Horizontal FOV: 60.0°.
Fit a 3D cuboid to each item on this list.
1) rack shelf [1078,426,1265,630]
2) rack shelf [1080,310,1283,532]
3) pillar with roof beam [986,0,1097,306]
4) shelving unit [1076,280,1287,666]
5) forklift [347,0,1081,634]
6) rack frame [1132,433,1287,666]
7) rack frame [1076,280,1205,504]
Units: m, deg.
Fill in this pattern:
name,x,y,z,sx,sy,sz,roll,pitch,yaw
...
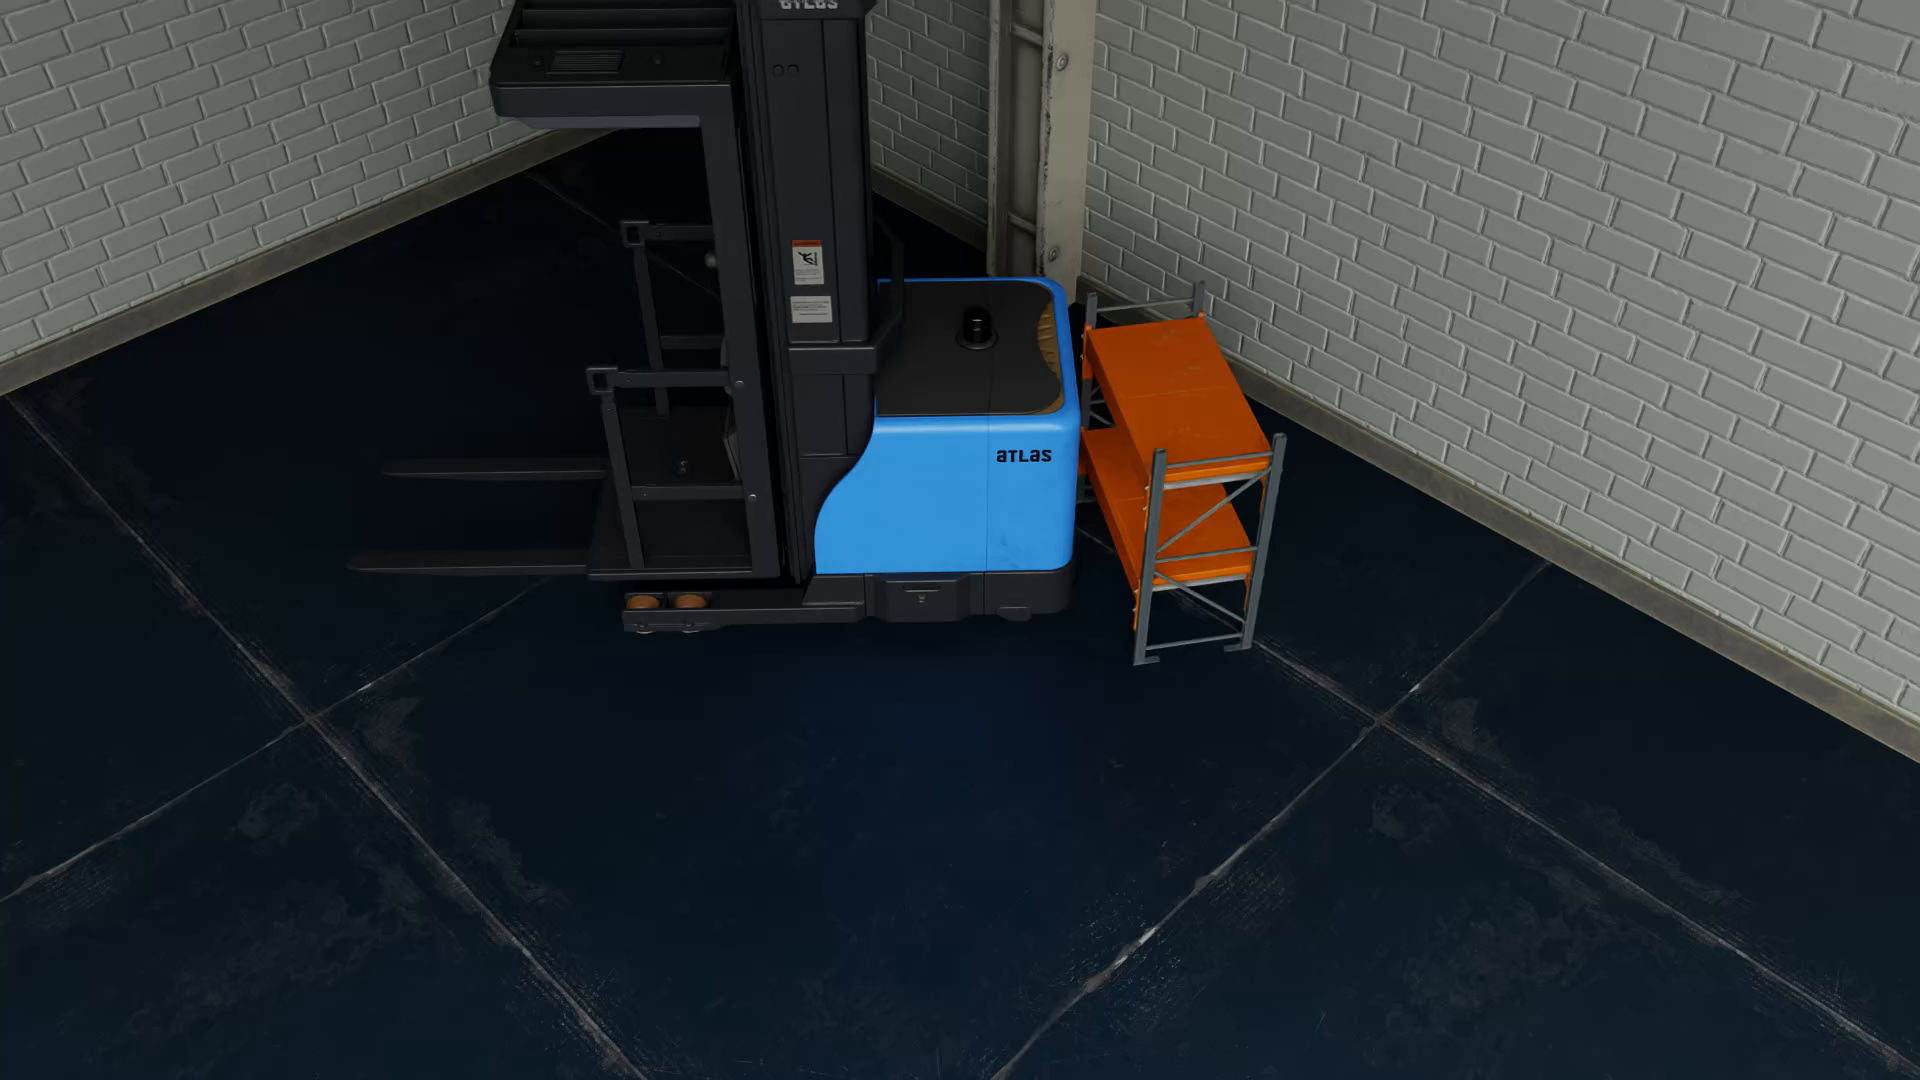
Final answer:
name,x,y,z,sx,sy,sz,roll,pitch,yaw
rack shelf,0.860,-0.101,7.008,0.538,0.278,1.000,-7,43,-8
rack shelf,0.860,-0.495,6.643,0.538,0.278,1.000,-7,43,-8
pillar with roof beam,-2.667,-2.531,3.476,9.100,9.000,0.400,-34,53,-31
shelving unit,0.860,-0.280,6.842,0.538,1.125,1.048,-7,43,-8
forklift,-1.048,-1.051,6.345,3.031,2.935,1.130,-1,43,-1
rack frame,0.956,0.058,6.475,0.500,1.125,0.032,-7,43,-8
rack frame,0.763,-0.619,7.208,0.500,1.125,0.032,-7,43,-8
